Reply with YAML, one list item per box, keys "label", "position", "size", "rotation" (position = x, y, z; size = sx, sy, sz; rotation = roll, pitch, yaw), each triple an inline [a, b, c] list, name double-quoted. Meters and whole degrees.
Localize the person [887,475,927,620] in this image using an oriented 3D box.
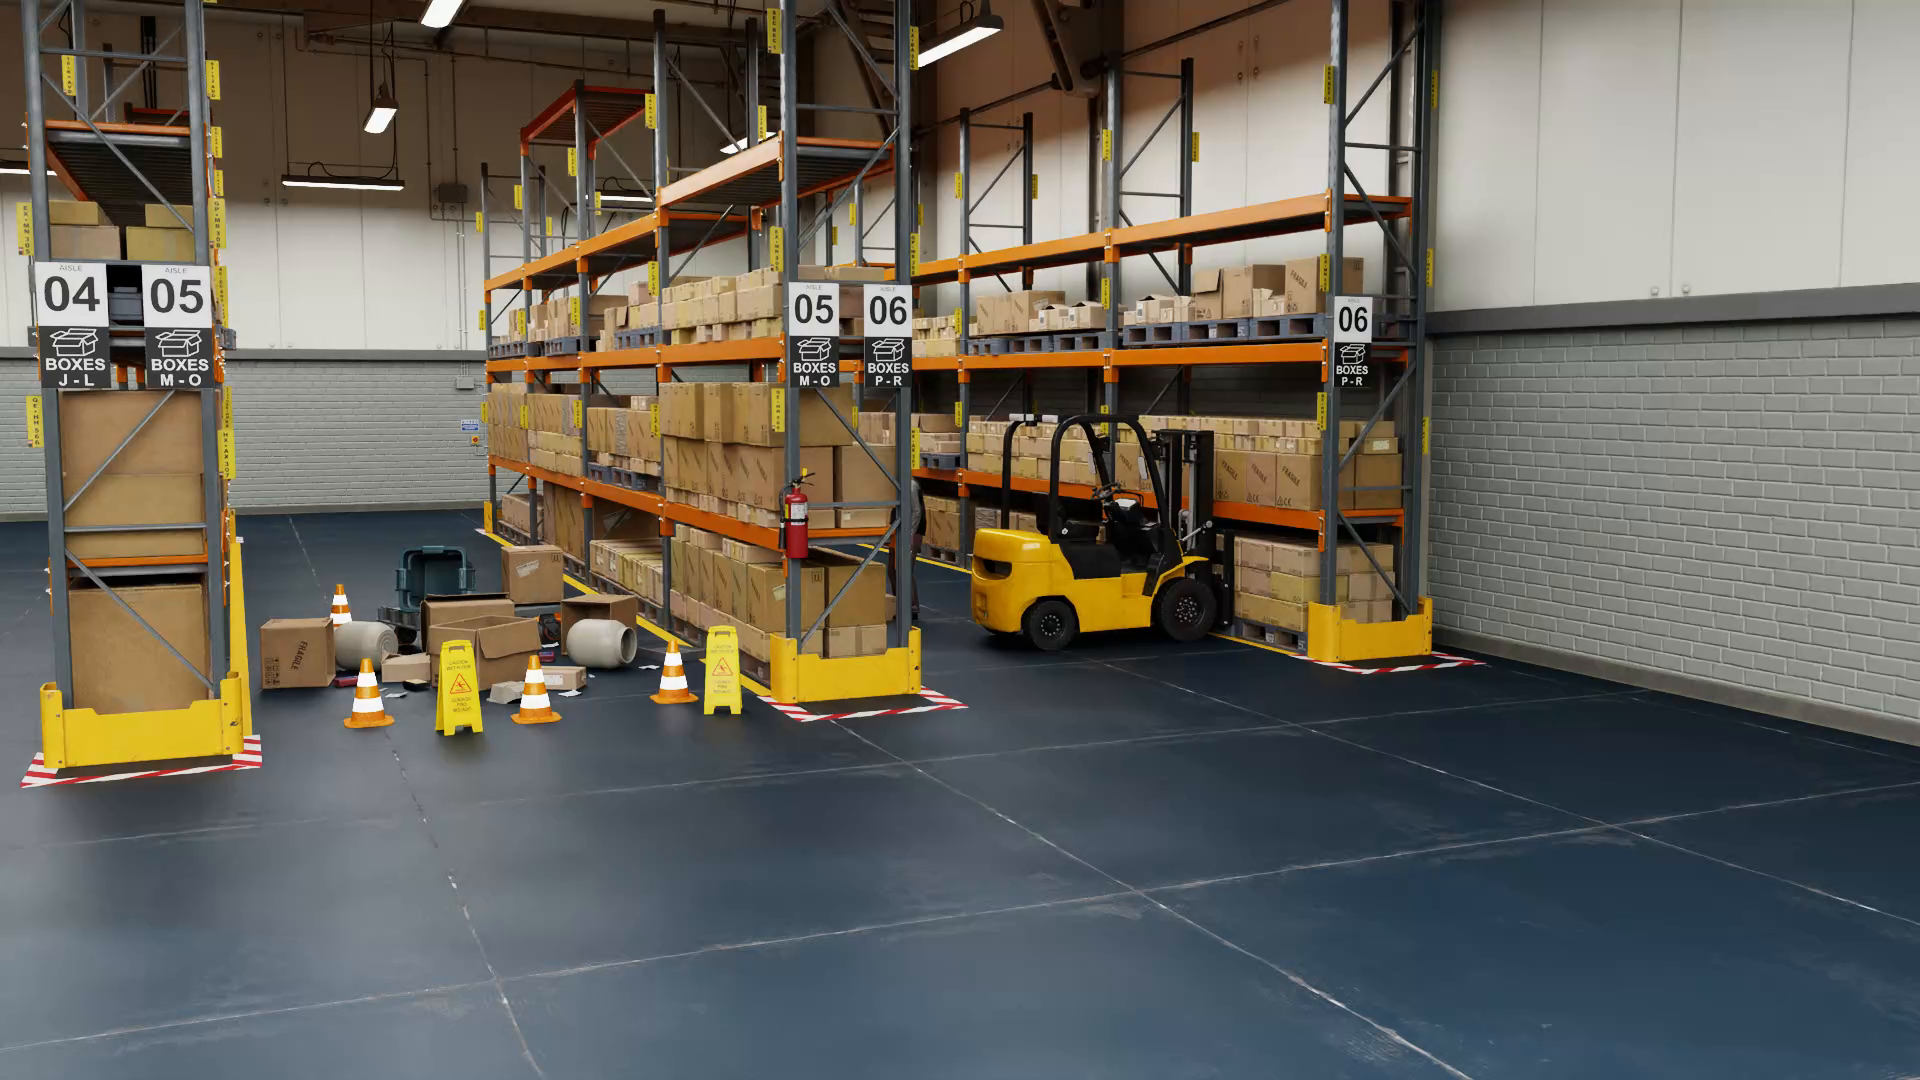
- label: "person"
  position: [-0.572, -0.041, 17.312]
  size: [0.420, 1.721, 0.581]
  rotation: [-2, 6, -23]
